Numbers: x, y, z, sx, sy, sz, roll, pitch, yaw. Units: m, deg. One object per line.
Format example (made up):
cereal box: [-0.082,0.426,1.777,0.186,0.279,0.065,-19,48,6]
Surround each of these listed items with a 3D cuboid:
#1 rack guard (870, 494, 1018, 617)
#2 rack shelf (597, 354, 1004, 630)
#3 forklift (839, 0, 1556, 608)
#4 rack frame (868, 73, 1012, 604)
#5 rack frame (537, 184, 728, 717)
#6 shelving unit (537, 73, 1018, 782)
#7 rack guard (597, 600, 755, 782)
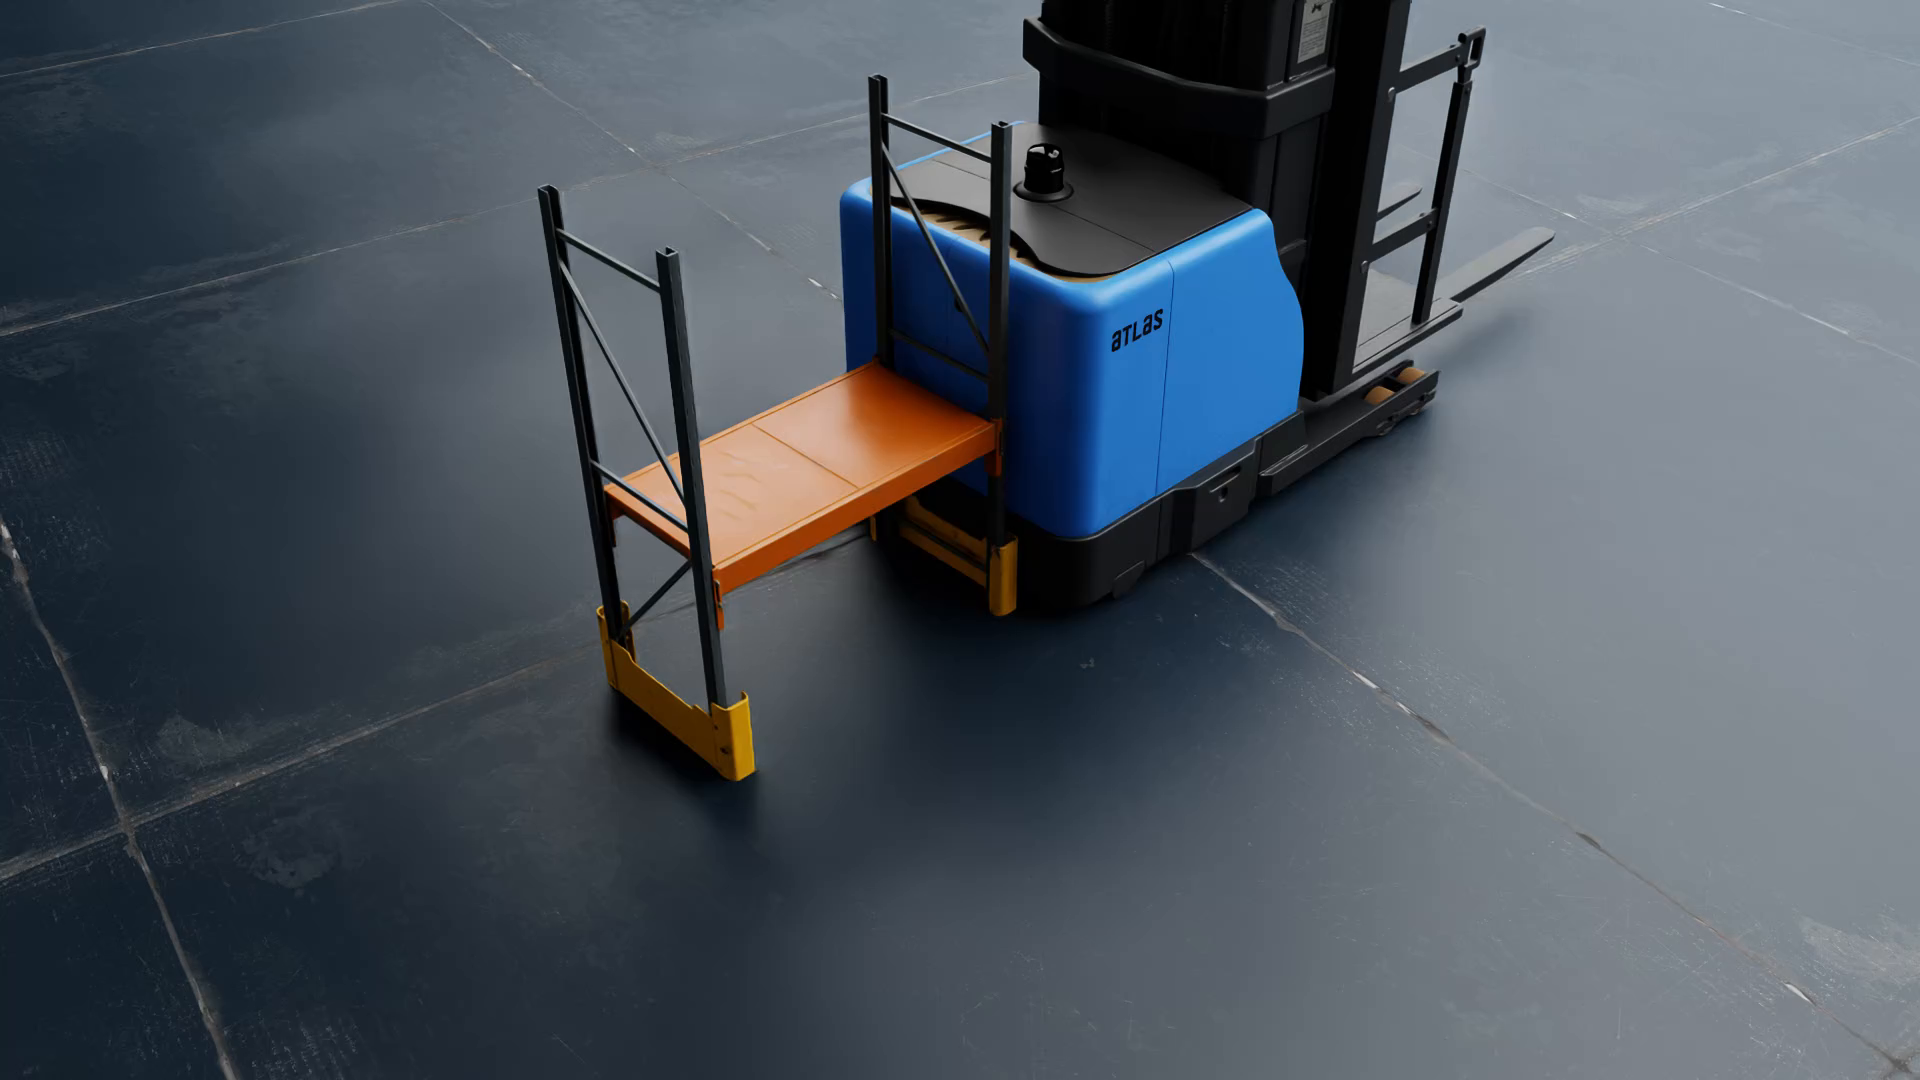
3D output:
rack guard: [-0.057,-0.007,5.046,0.087,0.250,0.587,-30,45,-35]
rack shelf: [-0.420,-0.161,4.498,1.000,0.185,0.538,-30,45,-35]
forklift: [1.036,-1.745,5.166,3.031,2.935,1.130,-30,45,-35]
rack frame: [-0.057,-0.515,4.682,0.032,1.500,0.500,-30,45,-35]
rack frame: [-0.783,-0.100,4.104,0.032,1.500,0.500,-30,45,-35]
shelving unit: [-0.413,-0.311,4.398,1.083,1.500,0.587,-30,45,-35]
rack guard: [-0.769,0.400,4.480,0.087,0.250,0.587,-30,45,-35]
